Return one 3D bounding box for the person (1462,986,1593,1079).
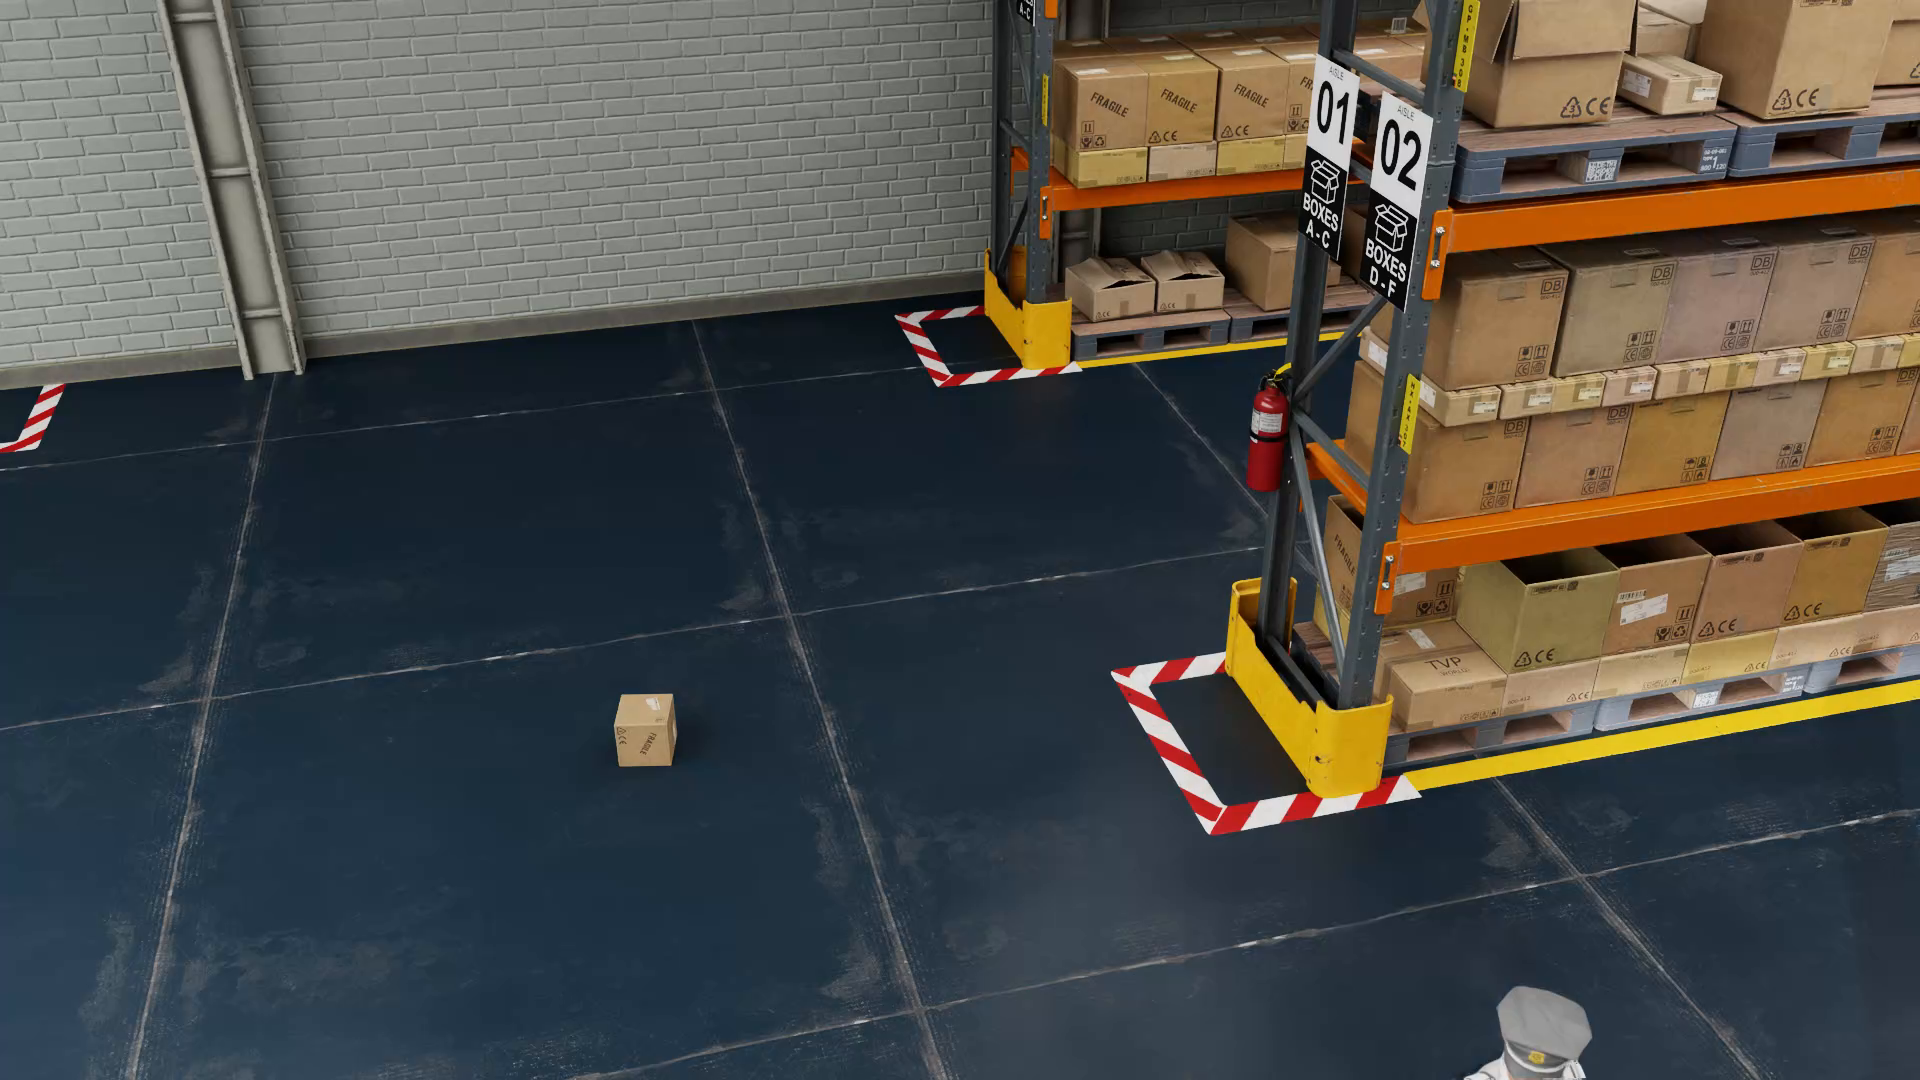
[{"bbox_3d":[1.597,1.960,4.876,0.506,1.637,0.811,-17,34,-26],"label":"person"}]
